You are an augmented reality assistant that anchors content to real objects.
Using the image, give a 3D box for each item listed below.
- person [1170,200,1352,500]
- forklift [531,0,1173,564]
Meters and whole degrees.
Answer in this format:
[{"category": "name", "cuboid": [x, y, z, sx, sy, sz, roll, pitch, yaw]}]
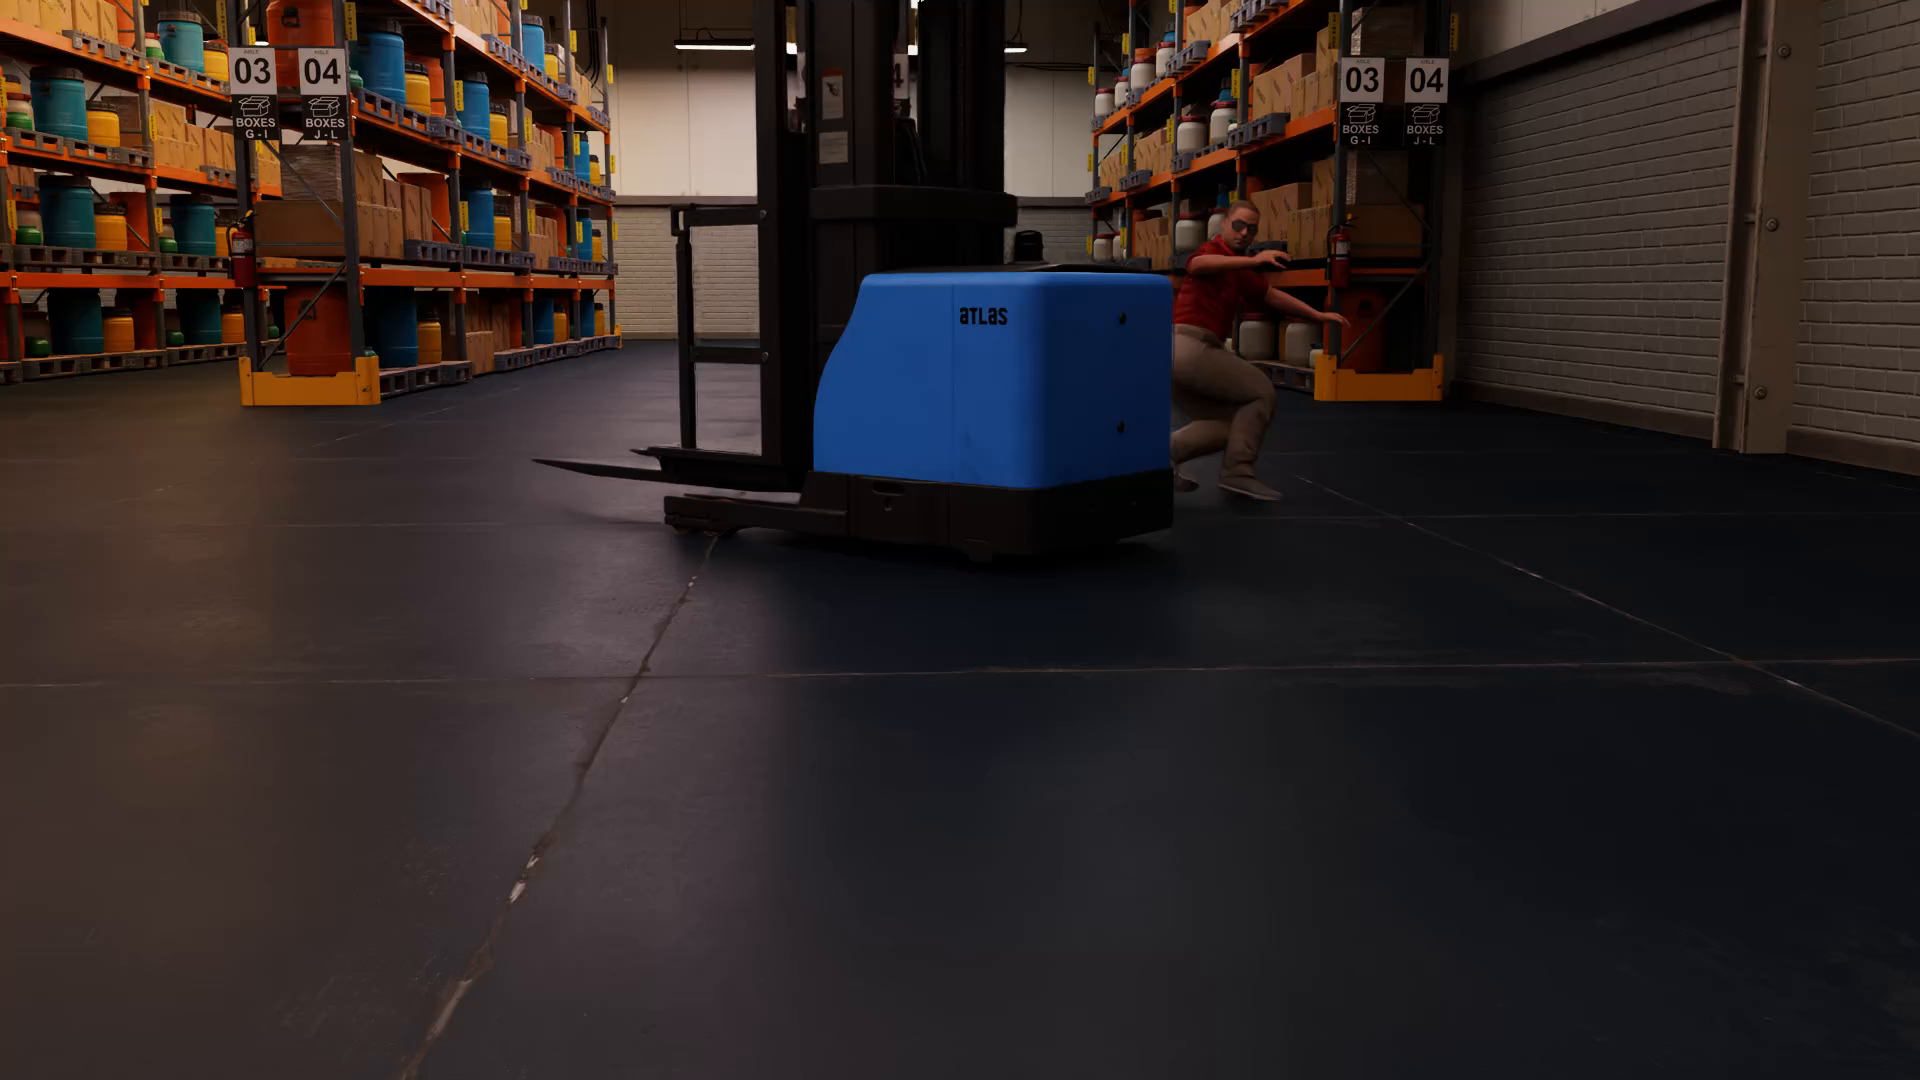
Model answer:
[{"category": "person", "cuboid": [1.437, -0.916, 8.123, 1.107, 1.470, 0.807, -1, 8, -5]}, {"category": "forklift", "cuboid": [-0.623, -1.512, 7.016, 3.031, 2.935, 1.130, 6, 11, 37]}]
